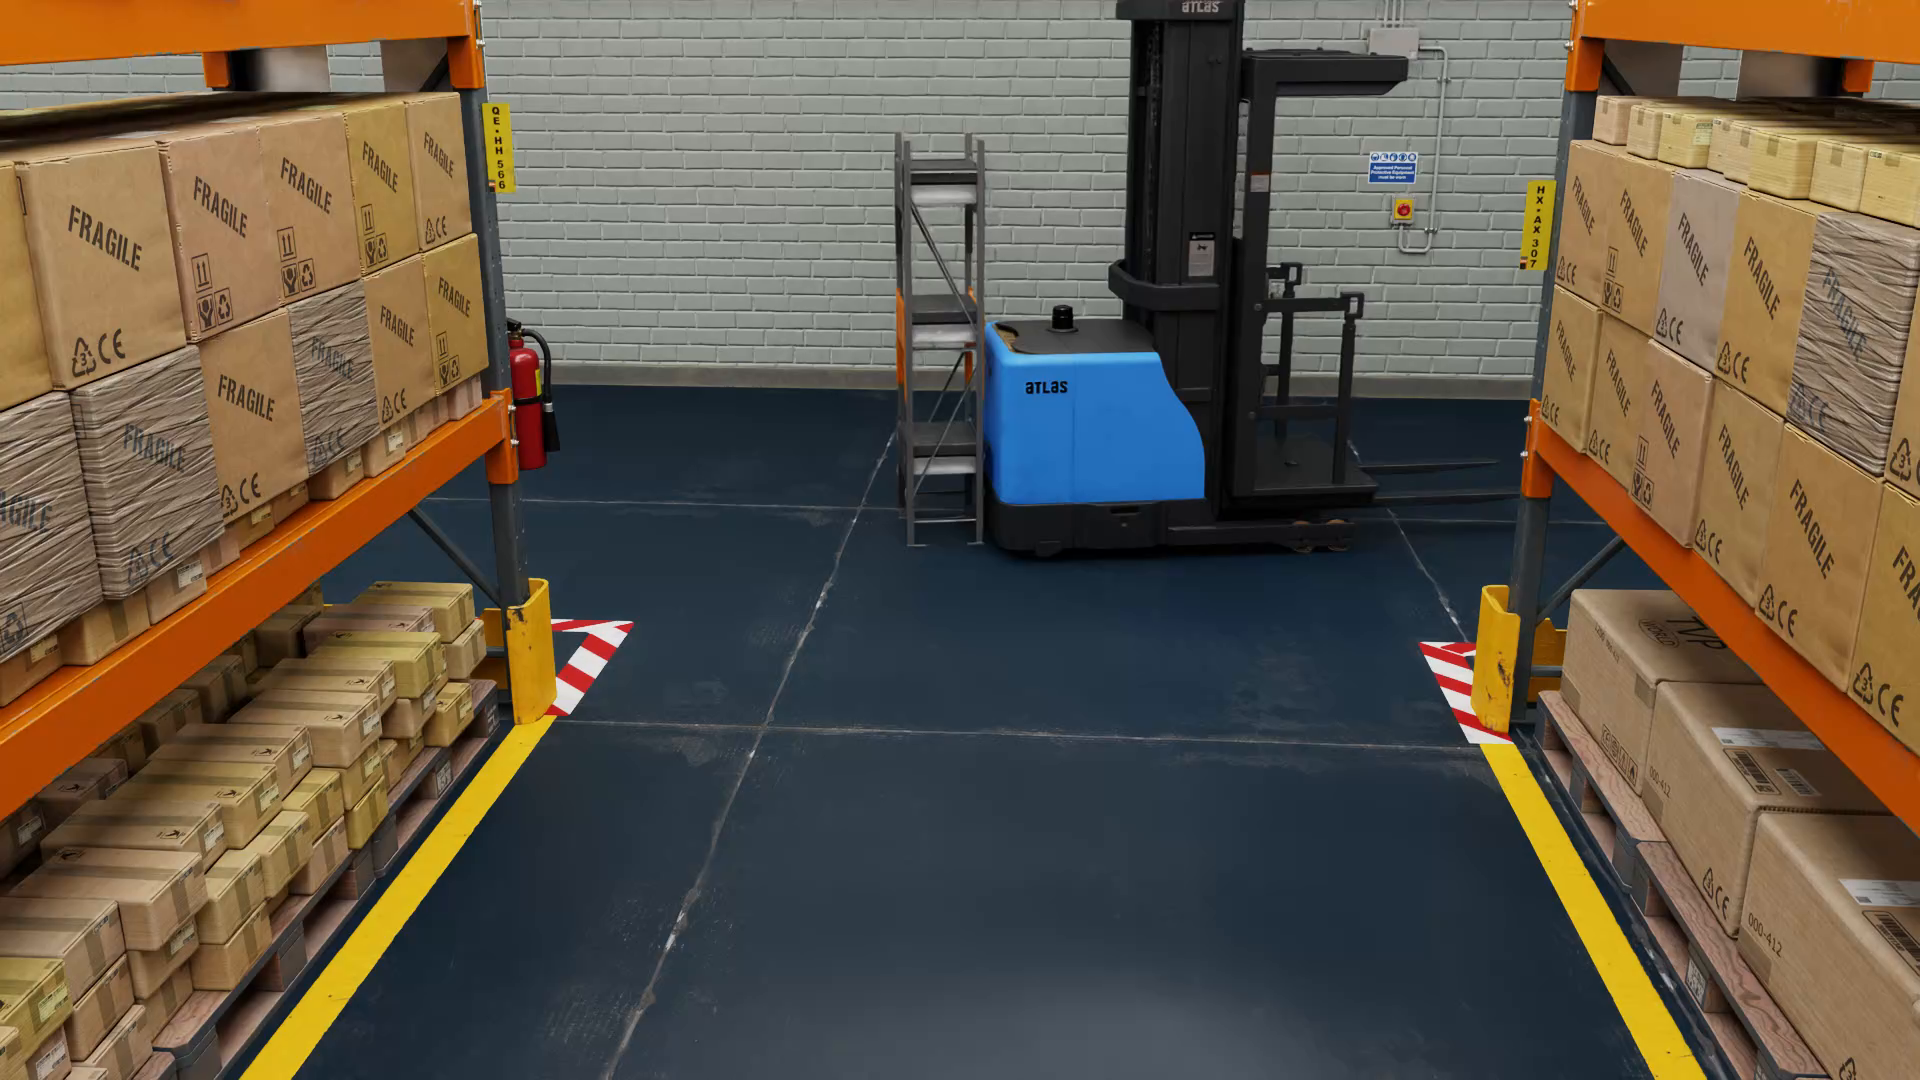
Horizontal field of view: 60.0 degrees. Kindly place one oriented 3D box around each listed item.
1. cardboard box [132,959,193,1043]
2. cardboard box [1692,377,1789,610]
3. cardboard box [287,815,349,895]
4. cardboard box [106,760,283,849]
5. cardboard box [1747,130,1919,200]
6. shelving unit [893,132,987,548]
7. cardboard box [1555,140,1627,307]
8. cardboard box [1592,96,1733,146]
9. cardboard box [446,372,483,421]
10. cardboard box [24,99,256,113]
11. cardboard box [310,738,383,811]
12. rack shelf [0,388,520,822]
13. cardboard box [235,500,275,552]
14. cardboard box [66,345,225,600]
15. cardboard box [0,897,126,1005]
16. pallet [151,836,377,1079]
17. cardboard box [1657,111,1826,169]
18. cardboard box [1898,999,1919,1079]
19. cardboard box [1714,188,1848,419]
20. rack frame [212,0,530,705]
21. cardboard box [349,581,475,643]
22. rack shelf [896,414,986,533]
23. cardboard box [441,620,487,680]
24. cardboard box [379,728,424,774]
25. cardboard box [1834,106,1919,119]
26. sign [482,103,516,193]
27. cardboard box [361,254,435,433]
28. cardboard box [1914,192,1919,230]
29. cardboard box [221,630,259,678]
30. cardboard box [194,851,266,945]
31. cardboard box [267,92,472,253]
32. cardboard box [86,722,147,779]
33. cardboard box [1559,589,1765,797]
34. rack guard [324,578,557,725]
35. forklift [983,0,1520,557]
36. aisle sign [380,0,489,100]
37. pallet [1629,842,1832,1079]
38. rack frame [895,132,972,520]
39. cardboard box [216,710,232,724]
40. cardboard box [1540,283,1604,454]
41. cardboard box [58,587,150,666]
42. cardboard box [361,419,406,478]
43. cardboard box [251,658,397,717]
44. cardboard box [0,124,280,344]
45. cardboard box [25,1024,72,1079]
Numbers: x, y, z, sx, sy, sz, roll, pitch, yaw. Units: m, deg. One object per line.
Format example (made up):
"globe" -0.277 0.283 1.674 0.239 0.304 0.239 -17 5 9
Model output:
"cardboard box" -2.267 1.193 4.370 0.380 0.149 0.250 1 18 2
"cardboard box" 2.277 -0.128 4.337 0.500 0.500 0.500 2 18 6
"cardboard box" -2.117 0.954 5.099 0.380 0.149 0.250 2 18 5
"cardboard box" -2.183 0.754 4.754 0.380 0.149 0.250 1 18 4
"cardboard box" 2.225 -0.941 4.169 0.380 0.149 0.250 1 18 3
"shelving unit" -0.108 -1.042 8.730 0.431 2.100 0.503 -2 18 -7
"cardboard box" 2.361 -1.075 5.619 0.500 0.500 0.500 1 18 3
"cardboard box" 2.378 -1.421 5.636 0.380 0.149 0.250 2 18 5
"cardboard box" -2.006 -0.547 6.178 0.380 0.149 0.250 1 18 4
"cardboard box" -2.592 -1.147 5.363 0.500 0.500 0.500 2 18 6
"cardboard box" -2.078 0.733 5.295 0.380 0.149 0.250 2 18 5
"rack shelf" -2.408 0.189 4.684 1.077 0.370 4.000 1 18 4
"cardboard box" -2.189 -0.066 4.711 0.380 0.149 0.250 2 18 5
"cardboard box" -2.164 -0.178 4.011 0.500 0.500 0.500 1 18 3
"cardboard box" -2.276 0.993 4.023 0.380 0.149 0.250 1 18 2
"pallet" -2.454 1.204 4.909 1.003 0.211 1.213 1 18 4
"cardboard box" 2.296 -1.178 4.893 0.380 0.149 0.250 1 18 2
"cardboard box" 2.545 1.373 3.356 0.875 0.438 0.875 1 18 3
"cardboard box" 2.267 -0.599 4.167 0.500 0.500 0.500 1 18 4
"rack frame" -2.265 -0.774 6.467 1.000 3.000 0.127 1 18 4
"cardboard box" -2.050 0.269 6.234 0.380 0.149 0.250 1 18 5
"rack shelf" -0.108 -0.364 8.952 0.431 0.518 0.480 -2 18 -7
"cardboard box" -2.018 0.410 6.280 0.380 0.149 0.250 1 18 2
"cardboard box" -2.117 0.712 5.837 0.380 0.149 0.250 1 18 4
"cardboard box" 2.925 -1.248 5.107 0.380 0.149 0.250 1 18 3
"sign" -1.713 -1.456 6.181 0.100 0.325 0.005 1 18 4
"cardboard box" -2.082 -0.657 5.474 0.500 0.500 0.500 1 18 3
"cardboard box" 2.235 -0.700 3.435 0.380 0.149 0.250 1 18 3
"cardboard box" -2.687 0.418 5.780 0.380 0.149 0.250 1 18 4
"cardboard box" -2.150 0.974 4.559 0.380 0.149 0.250 1 18 3
"cardboard box" -2.050 -1.290 5.799 0.500 0.500 0.500 1 18 3
"cardboard box" -2.716 0.663 5.031 0.380 0.149 0.250 2 18 5
"cardboard box" 2.732 0.531 5.927 0.875 0.438 0.875 1 18 2
"rack guard" -2.270 0.438 6.784 1.175 0.500 0.348 1 18 4
"forklift" 1.646 -1.486 8.752 3.031 2.935 1.130 -2 18 -7
"aisle sign" -1.960 -2.025 6.111 0.394 0.787 0.004 1 18 4
"pallet" 2.610 1.258 4.744 1.003 0.211 1.213 1 18 4
"rack frame" -0.138 -1.117 8.960 0.400 2.100 0.015 -2 18 -7
"cardboard box" -2.690 0.636 5.591 0.380 0.149 0.250 2 18 6
"cardboard box" 2.359 -0.600 5.775 0.500 0.500 0.500 1 18 3
"cardboard box" -2.185 0.180 3.959 0.380 0.149 0.250 2 18 5
"cardboard box" -2.060 -0.312 5.463 0.380 0.149 0.250 2 18 5
"cardboard box" -2.099 0.508 5.505 0.380 0.149 0.250 1 18 2
"cardboard box" -2.149 -0.807 4.324 0.500 0.500 0.500 1 18 2
"cardboard box" -2.296 1.220 3.809 0.380 0.149 0.250 1 18 4
